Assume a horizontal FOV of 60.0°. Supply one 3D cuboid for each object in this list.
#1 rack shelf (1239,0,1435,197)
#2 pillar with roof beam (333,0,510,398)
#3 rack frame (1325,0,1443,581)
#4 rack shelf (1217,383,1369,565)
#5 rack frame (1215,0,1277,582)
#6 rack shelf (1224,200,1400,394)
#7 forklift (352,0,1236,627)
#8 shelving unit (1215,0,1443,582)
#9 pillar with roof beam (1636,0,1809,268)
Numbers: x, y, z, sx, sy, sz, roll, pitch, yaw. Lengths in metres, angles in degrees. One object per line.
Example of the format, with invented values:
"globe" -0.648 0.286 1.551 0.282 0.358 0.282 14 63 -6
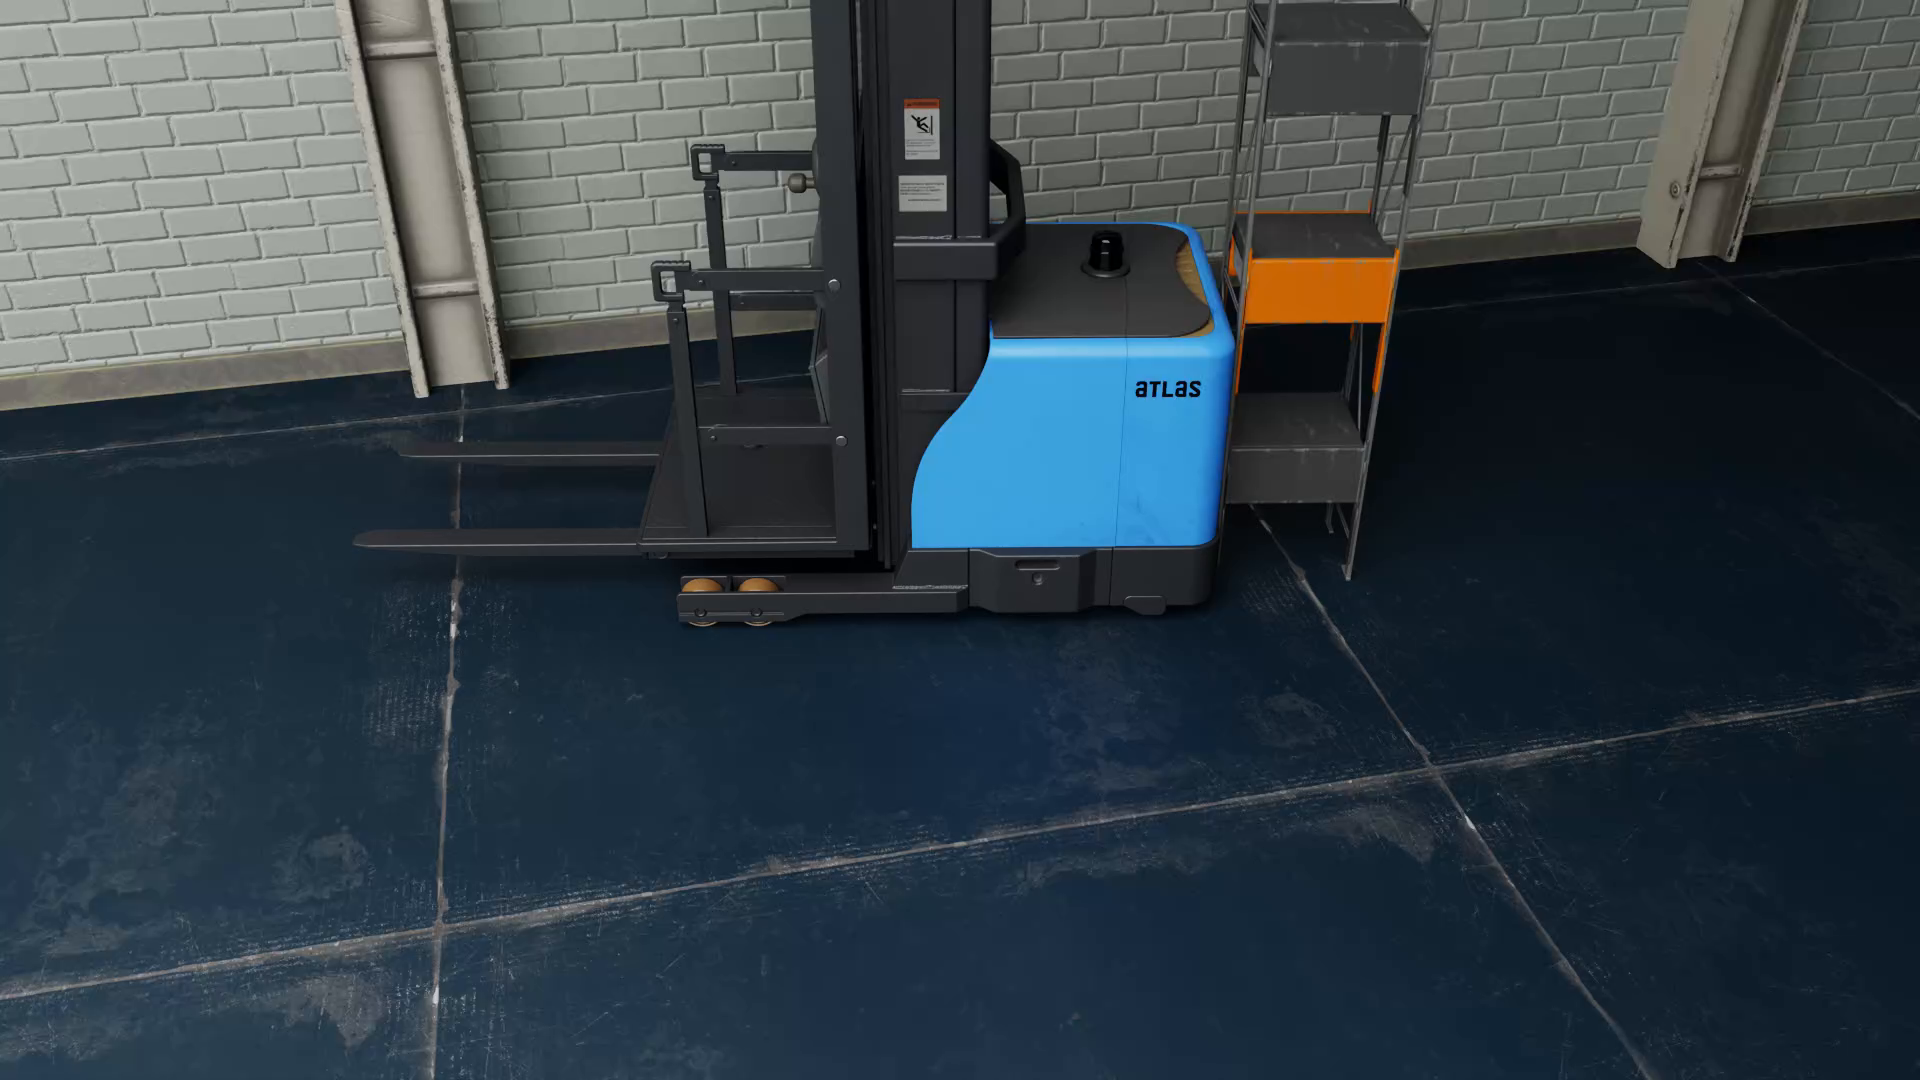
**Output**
"rack shelf" 1.161 -1.402 5.224 0.480 0.518 0.431 0 34 -1
"pillar with roof beam" -1.236 -2.117 1.329 0.400 9.000 9.100 -7 35 -11
"rack frame" 1.405 -0.834 5.609 0.015 2.100 0.400 0 34 -1
"rack shelf" 1.161 -0.240 6.004 0.480 0.518 0.431 0 34 -1
"rack frame" 0.917 -0.831 5.604 0.015 2.100 0.400 0 34 -1
"rack shelf" 1.161 -0.821 5.614 0.480 0.518 0.431 0 34 -1
"forklift" -0.622 -1.213 5.427 3.031 2.935 1.130 0 34 -1
"shelving unit" 1.161 -0.833 5.606 0.503 2.100 0.431 0 34 -1
"pillar with roof beam" 4.617 -2.855 2.428 0.400 9.000 9.100 -7 35 -11
